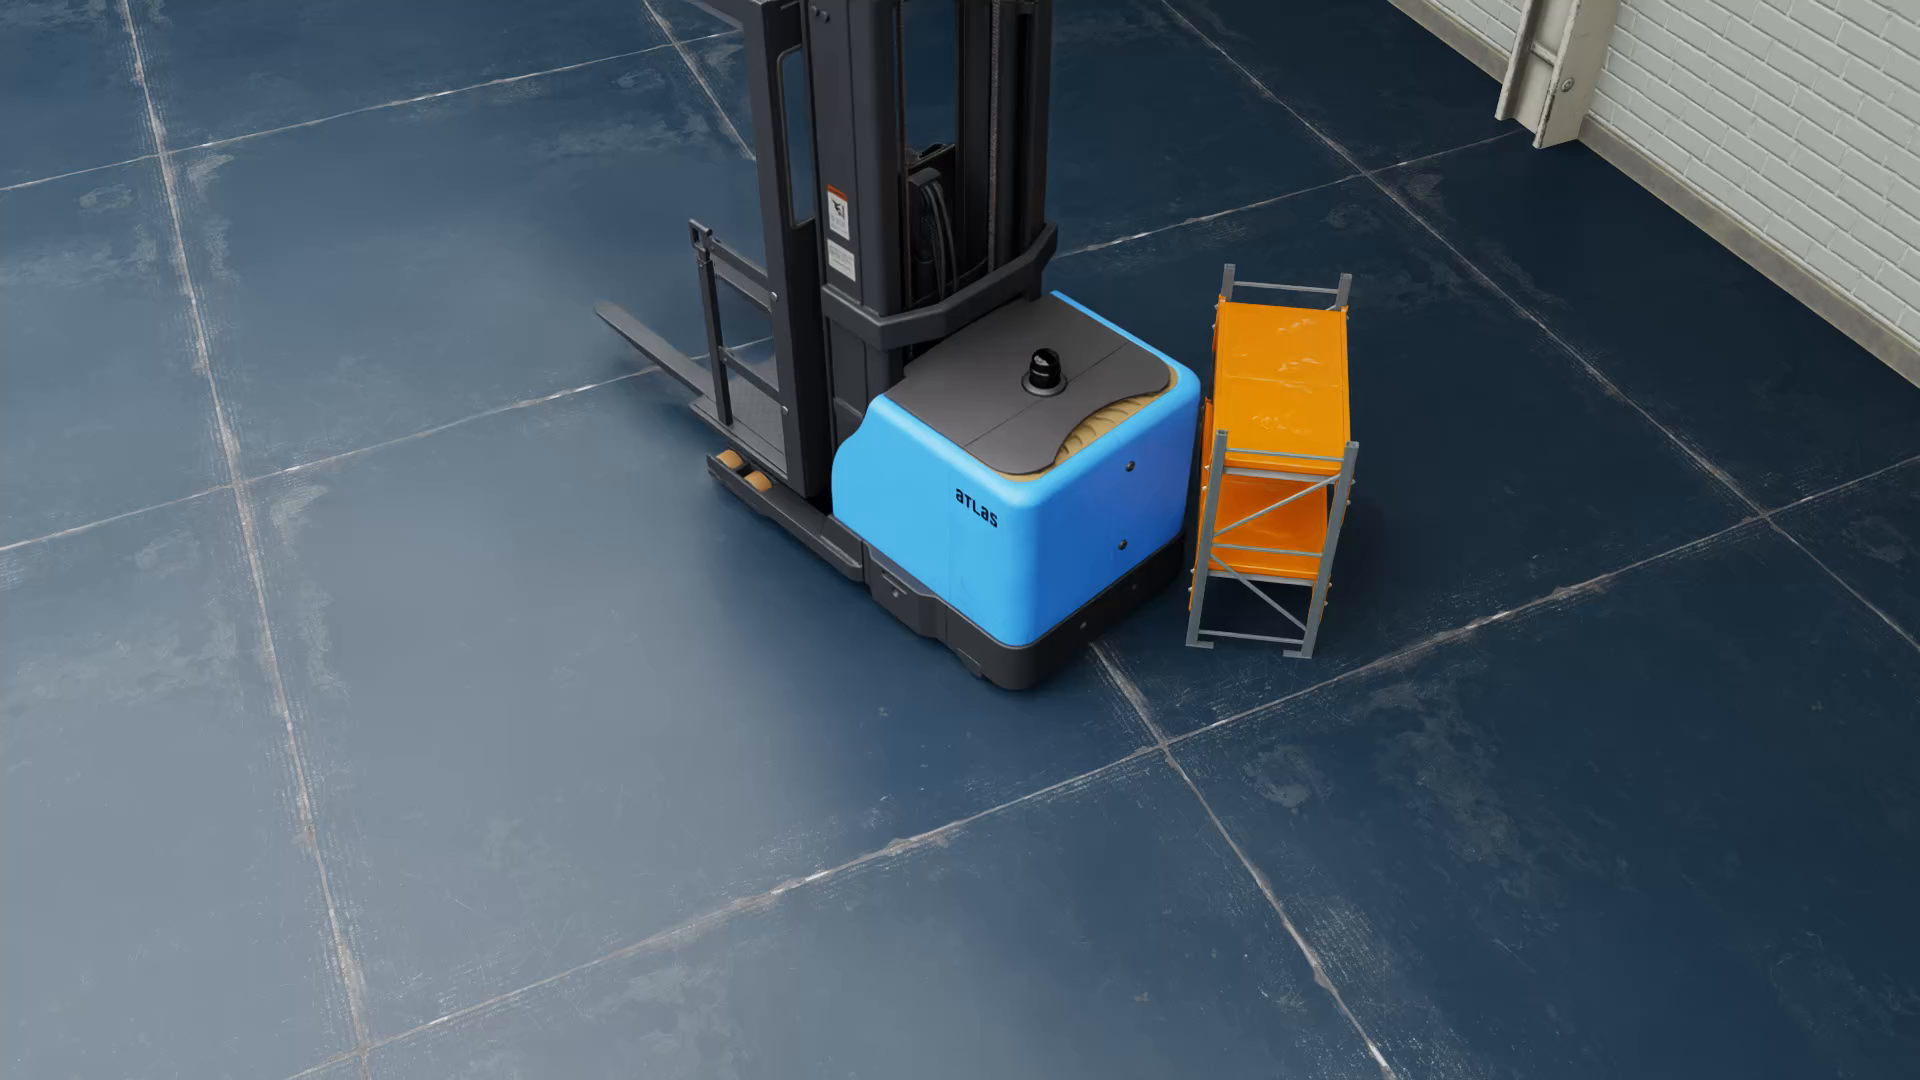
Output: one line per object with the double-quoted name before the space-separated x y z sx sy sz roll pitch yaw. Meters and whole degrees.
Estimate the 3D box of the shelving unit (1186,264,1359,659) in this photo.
"shelving unit" 1.229 -0.313 6.635 0.538 1.125 1.048 6 45 6

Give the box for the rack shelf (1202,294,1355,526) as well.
"rack shelf" 1.229 -0.521 6.430 0.538 0.278 1.000 6 45 6

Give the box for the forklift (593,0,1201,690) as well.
"forklift" -0.463 -1.402 6.453 1.130 2.935 3.031 -34 54 -30

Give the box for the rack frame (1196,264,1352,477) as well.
"rack frame" 1.302 -0.666 6.993 0.500 1.125 0.032 6 45 6

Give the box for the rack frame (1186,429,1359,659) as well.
"rack frame" 1.157 0.040 6.277 0.500 1.125 0.032 6 45 6

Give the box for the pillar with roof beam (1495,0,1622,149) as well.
"pillar with roof beam" -0.600 -4.299 5.069 9.100 9.000 0.400 -18 47 -17

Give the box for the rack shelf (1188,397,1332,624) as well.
"rack shelf" 1.229 -0.139 6.807 0.538 0.278 1.000 6 45 6
